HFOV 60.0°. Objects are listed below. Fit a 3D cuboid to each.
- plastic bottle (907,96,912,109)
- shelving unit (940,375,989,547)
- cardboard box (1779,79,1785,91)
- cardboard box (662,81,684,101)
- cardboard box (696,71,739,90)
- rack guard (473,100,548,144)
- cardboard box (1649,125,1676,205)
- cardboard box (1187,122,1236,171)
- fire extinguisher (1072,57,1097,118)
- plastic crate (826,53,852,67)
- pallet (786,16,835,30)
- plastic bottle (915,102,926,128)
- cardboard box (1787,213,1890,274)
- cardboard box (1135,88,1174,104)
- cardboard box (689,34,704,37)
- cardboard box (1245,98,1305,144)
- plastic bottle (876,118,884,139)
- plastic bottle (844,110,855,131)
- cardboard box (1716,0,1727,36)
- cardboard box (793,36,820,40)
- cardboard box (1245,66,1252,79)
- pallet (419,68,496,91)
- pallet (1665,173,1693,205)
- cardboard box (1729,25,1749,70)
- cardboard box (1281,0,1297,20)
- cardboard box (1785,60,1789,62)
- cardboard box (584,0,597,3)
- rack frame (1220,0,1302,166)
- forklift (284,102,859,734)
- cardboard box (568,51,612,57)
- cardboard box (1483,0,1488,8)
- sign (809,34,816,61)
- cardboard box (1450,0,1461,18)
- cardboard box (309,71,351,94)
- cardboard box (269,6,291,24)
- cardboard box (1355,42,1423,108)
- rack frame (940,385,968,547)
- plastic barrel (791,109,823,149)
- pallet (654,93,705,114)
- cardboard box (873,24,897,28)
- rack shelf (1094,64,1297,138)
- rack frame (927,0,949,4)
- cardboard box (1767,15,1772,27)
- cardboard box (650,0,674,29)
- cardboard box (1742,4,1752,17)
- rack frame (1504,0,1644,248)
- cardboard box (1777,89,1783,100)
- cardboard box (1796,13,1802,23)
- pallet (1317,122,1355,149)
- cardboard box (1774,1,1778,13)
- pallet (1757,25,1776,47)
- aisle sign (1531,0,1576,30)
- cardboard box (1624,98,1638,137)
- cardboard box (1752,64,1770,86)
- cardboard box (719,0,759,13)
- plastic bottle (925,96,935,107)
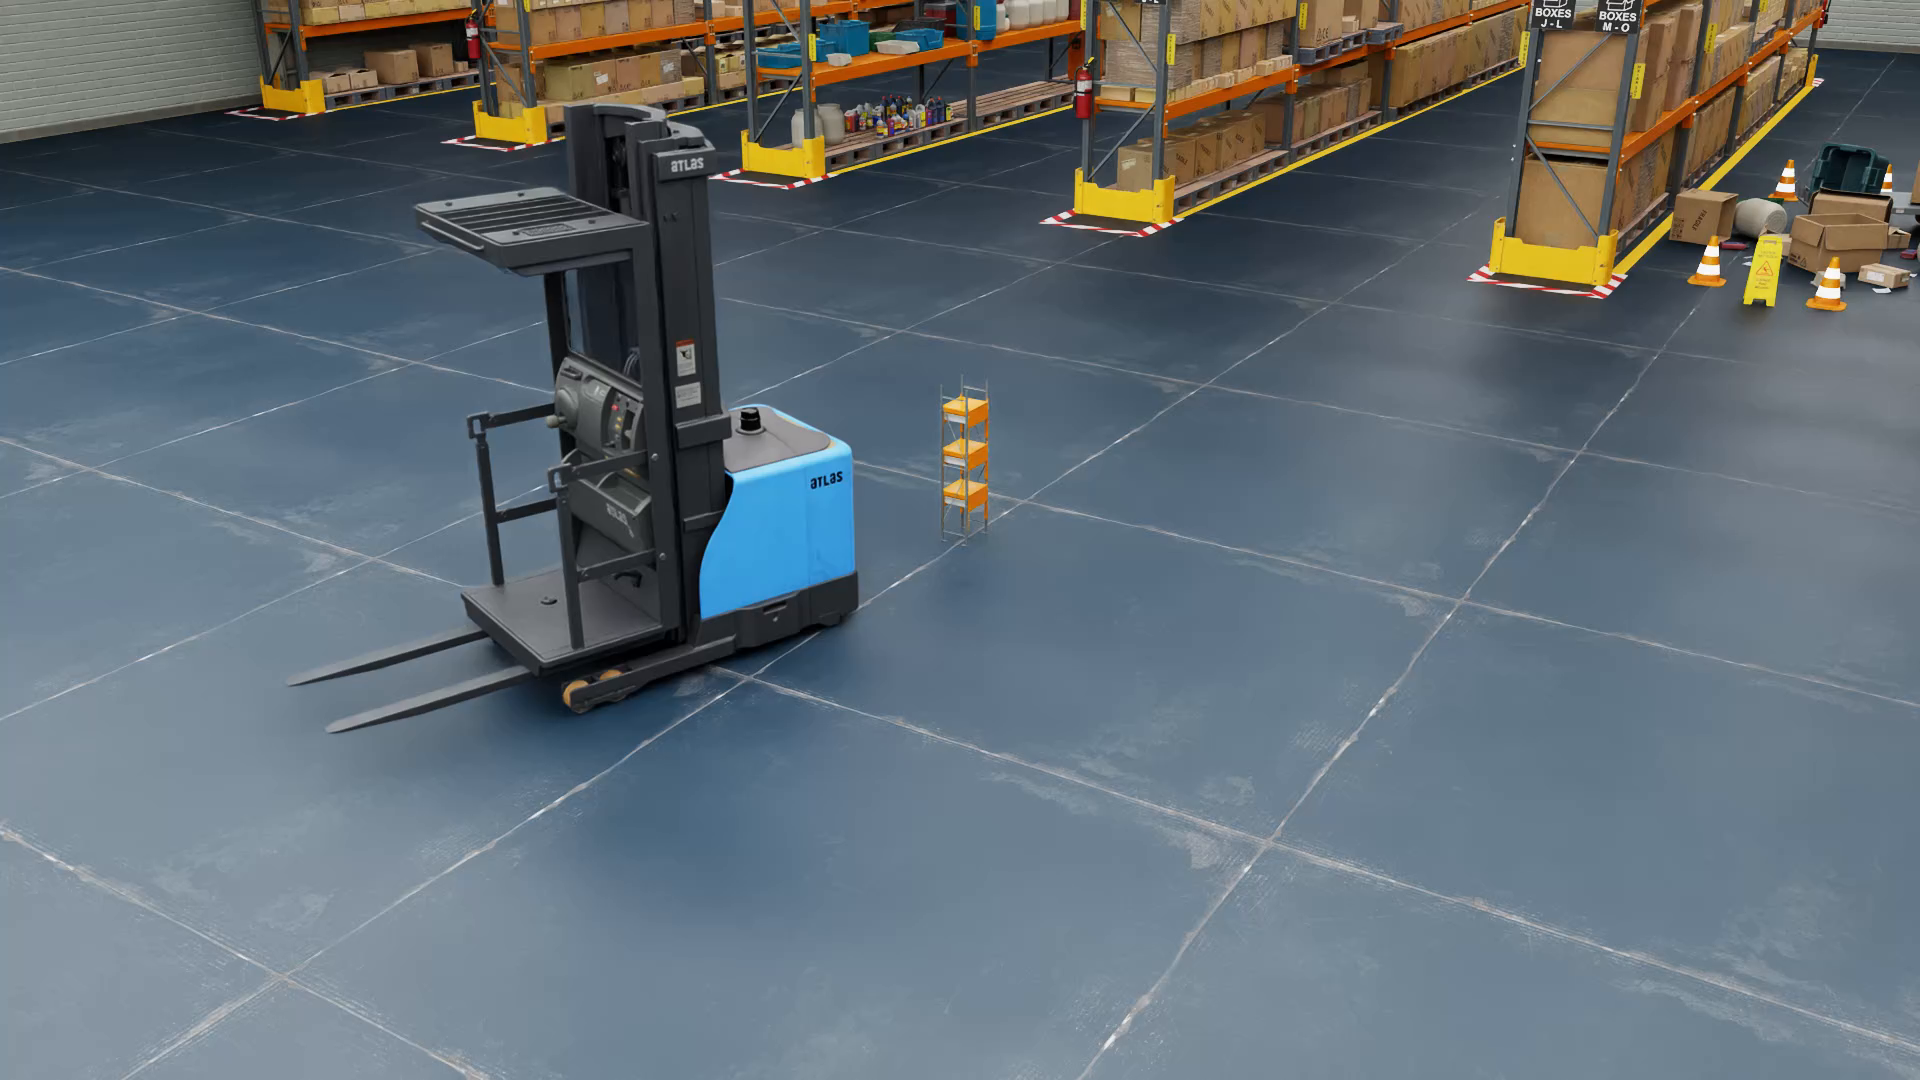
[{"bbox_3d":[-0.759,-6.492,24.851,0.097,0.271,0.097,0,23,0],"label":"plastic bottle"},{"bbox_3d":[0.028,-0.500,10.583,0.215,1.050,0.252,14,27,29],"label":"shelving unit"},{"bbox_3d":[12.833,-7.223,26.344,0.380,0.149,0.250,15,28,31],"label":"cardboard box"},{"bbox_3d":[-4.756,-7.159,26.444,0.500,0.250,0.500,14,27,29],"label":"cardboard box"},{"bbox_3d":[-4.001,-7.612,27.491,0.500,0.250,0.500,13,27,28],"label":"cardboard box"},{"bbox_3d":[-6.547,-6.092,24.193,1.175,0.500,0.348,14,27,29],"label":"rack guard"},{"bbox_3d":[7.759,-4.466,19.437,0.875,0.875,0.875,14,27,30],"label":"cardboard box"},{"bbox_3d":[3.188,-5.018,21.183,0.500,0.500,0.500,11,26,24],"label":"cardboard box"},{"bbox_3d":[1.427,-5.192,19.066,0.296,0.674,0.183,14,27,29],"label":"fire extinguisher"},{"bbox_3d":[-1.583,-6.321,21.908,0.298,0.136,0.250,14,27,29],"label":"plastic crate"},{"bbox_3d":[-3.305,-11.708,37.529,1.003,0.211,1.213,14,27,29],"label":"pallet"},{"bbox_3d":[-0.585,-6.093,23.828,0.144,0.351,0.185,14,27,29],"label":"plastic bottle"},{"bbox_3d":[9.074,-3.071,17.210,0.797,0.503,0.637,-3,24,-7],"label":"cardboard box"},{"bbox_3d":[2.232,-5.101,19.073,0.380,0.149,0.250,14,27,29],"label":"cardboard box"},{"bbox_3d":[-5.558,-10.705,33.880,0.750,0.750,0.750,14,27,29],"label":"cardboard box"},{"bbox_3d":[4.331,-5.777,22.913,0.700,0.500,0.500,12,26,25],"label":"cardboard box"},{"bbox_3d":[-1.107,-5.704,23.031,0.097,0.271,0.097,0,23,0],"label":"plastic bottle"},{"bbox_3d":[-1.576,-5.951,23.595,0.152,0.276,0.135,14,27,29],"label":"plastic bottle"},{"bbox_3d":[9.211,-6.635,20.915,0.700,0.500,0.500,14,27,28],"label":"cardboard box"},{"bbox_3d":[-2.650,-8.730,29.367,0.500,0.311,0.500,13,27,28],"label":"cardboard box"},{"bbox_3d":[3.424,-5.859,20.824,0.380,0.149,0.250,14,27,29],"label":"cardboard box"},{"bbox_3d":[-8.959,-8.120,29.242,1.003,0.211,1.213,14,27,29],"label":"pallet"},{"bbox_3d":[8.493,-4.443,20.747,1.003,0.211,1.213,14,27,29],"label":"pallet"},{"bbox_3d":[9.986,-6.466,21.785,0.500,0.500,0.500,14,27,29],"label":"cardboard box"},{"bbox_3d":[3.986,-6.952,21.273,0.500,0.500,0.500,14,27,29],"label":"cardboard box"},{"bbox_3d":[13.410,-7.824,27.358,0.380,0.149,0.250,13,26,27],"label":"cardboard box"},{"bbox_3d":[-5.602,-8.027,24.573,0.380,0.149,0.250,13,27,27],"label":"cardboard box"},{"bbox_3d":[3.989,-6.520,22.035,1.000,3.000,0.127,14,27,29],"label":"rack frame"},{"bbox_3d":[-2.064,-0.681,8.634,3.031,2.935,1.130,-17,29,-34],"label":"forklift"},{"bbox_3d":[-5.725,-7.275,25.767,0.500,0.500,0.500,14,27,29],"label":"cardboard box"},{"bbox_3d":[8.925,-9.313,28.802,0.380,0.149,0.250,15,28,31],"label":"cardboard box"},{"bbox_3d":[-1.863,-6.218,20.989,0.100,0.325,0.005,14,27,29],"label":"sign"},{"bbox_3d":[7.928,-8.885,27.373,0.500,0.500,0.500,15,27,31],"label":"cardboard box"},{"bbox_3d":[-10.304,-7.467,27.053,0.500,0.311,0.500,11,26,23],"label":"cardboard box"},{"bbox_3d":[-10.663,-8.423,26.594,0.500,0.250,0.500,14,27,30],"label":"cardboard box"},{"bbox_3d":[6.481,-7.316,26.020,1.225,0.875,0.875,12,26,27],"label":"cardboard box"},{"bbox_3d":[-0.036,-0.459,10.488,0.200,1.050,0.008,14,27,29],"label":"rack frame"},{"bbox_3d":[-2.046,-5.497,22.275,0.421,0.512,0.421,0,23,0],"label":"plastic barrel"},{"bbox_3d":[-4.880,-7.058,26.788,1.003,0.211,1.213,14,27,29],"label":"pallet"},{"bbox_3d":[-1.292,-9.442,31.377,0.500,0.500,0.500,13,27,28],"label":"cardboard box"},{"bbox_3d":[2.934,-5.515,20.619,1.077,0.370,4.000,14,27,29],"label":"rack shelf"},{"bbox_3d":[-0.205,-11.297,33.071,1.000,3.000,0.127,14,27,29],"label":"rack frame"},{"bbox_3d":[11.644,-7.608,24.336,0.380,0.149,0.250,15,28,31],"label":"cardboard box"},{"bbox_3d":[-4.926,-8.313,26.050,0.700,0.500,0.500,14,27,28],"label":"cardboard box"},{"bbox_3d":[10.670,-7.264,22.792,0.380,0.149,0.250,14,27,29],"label":"cardboard box"},{"bbox_3d":[6.040,-4.096,16.437,1.000,3.000,0.127,14,27,29],"label":"rack frame"},{"bbox_3d":[12.835,-7.086,26.404,0.380,0.149,0.250,13,26,27],"label":"cardboard box"},{"bbox_3d":[13.303,-8.424,26.749,0.380,0.149,0.250,14,27,30],"label":"cardboard box"},{"bbox_3d":[5.041,-5.917,24.152,1.003,0.211,1.213,14,27,29],"label":"pallet"},{"bbox_3d":[11.916,-7.919,24.681,0.380,0.149,0.250,13,27,27],"label":"cardboard box"},{"bbox_3d":[11.269,-7.385,24.275,1.003,0.211,1.213,14,27,29],"label":"pallet"},{"bbox_3d":[5.748,-5.328,16.010,0.394,0.787,0.004,14,27,29],"label":"aisle sign"},{"bbox_3d":[6.469,-4.490,17.157,0.875,0.550,0.550,14,27,29],"label":"cardboard box"},{"bbox_3d":[11.642,-6.880,24.540,0.500,0.250,0.500,13,26,27],"label":"cardboard box"},{"bbox_3d":[-3.728,-9.077,27.815,0.500,0.500,0.500,16,28,33],"label":"cardboard box"},{"bbox_3d":[-0.436,-6.297,24.300,0.144,0.351,0.185,14,27,29],"label":"plastic bottle"}]
